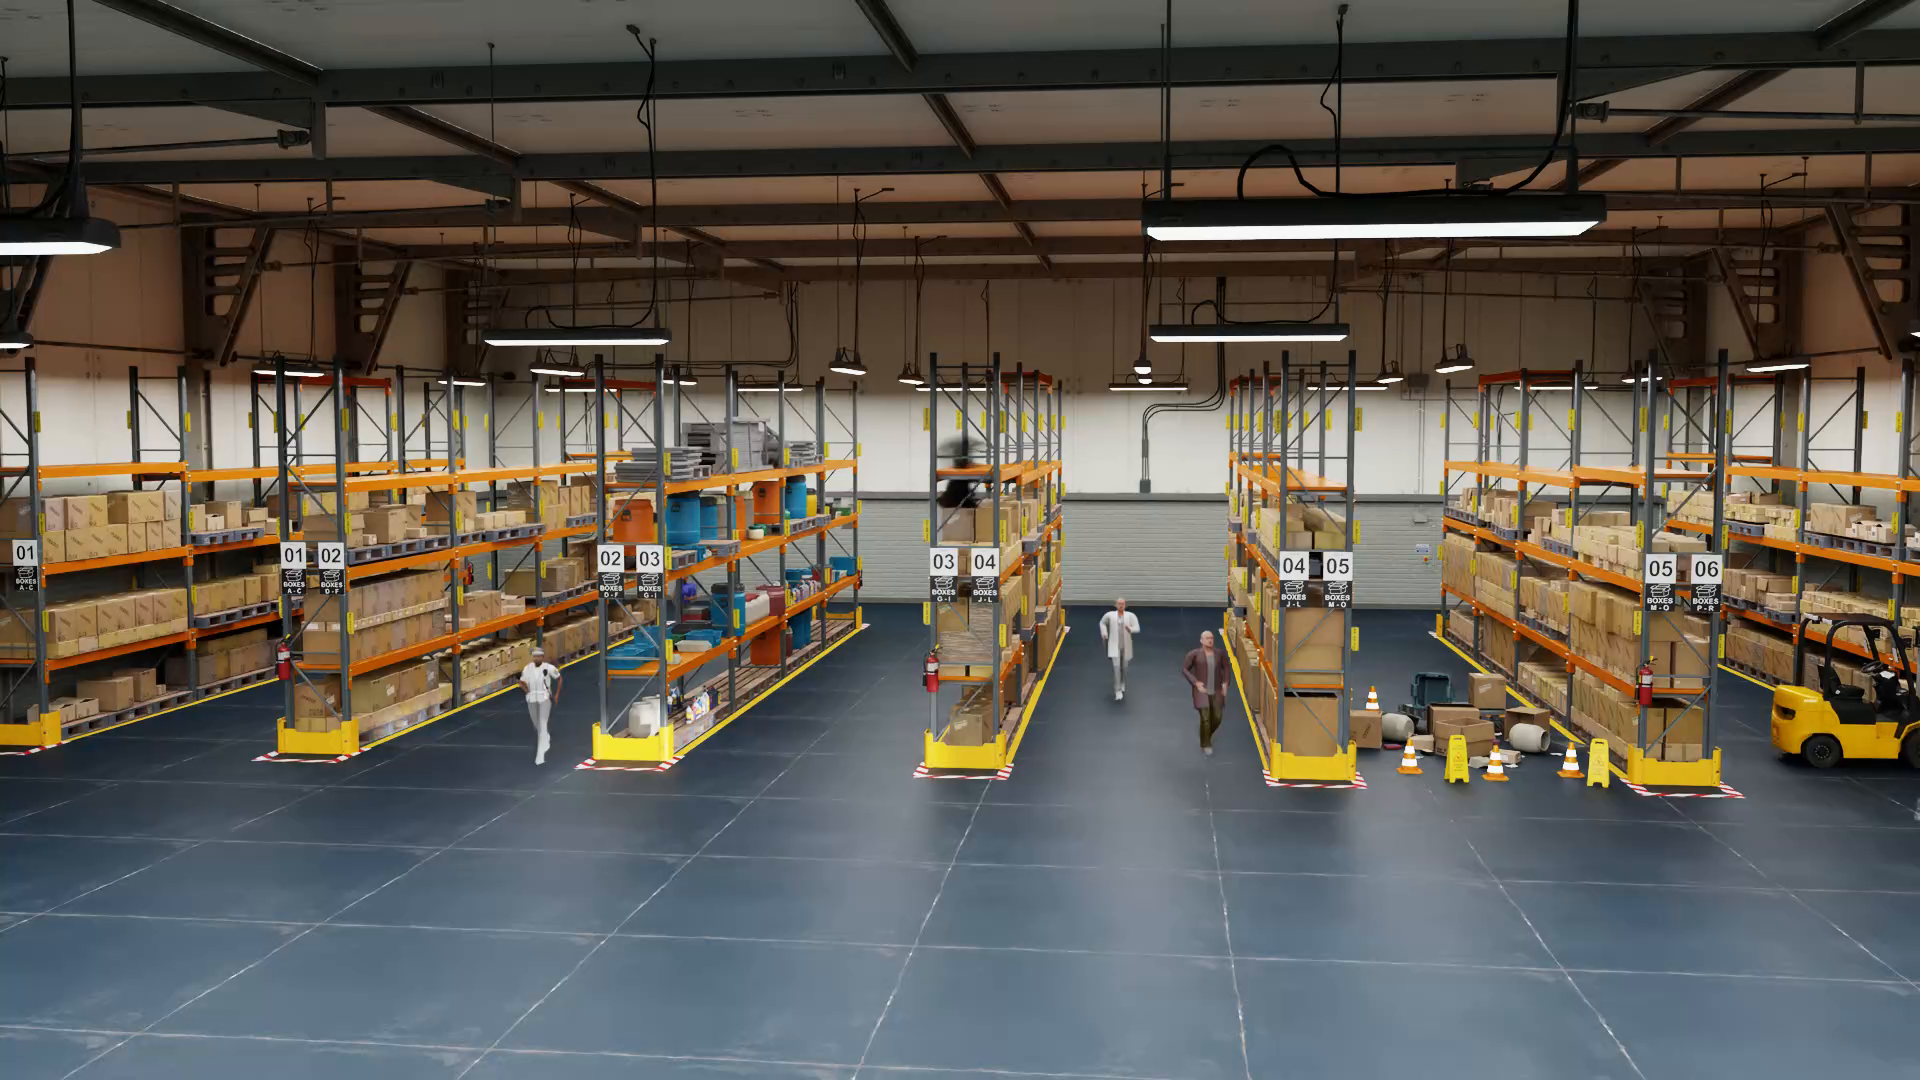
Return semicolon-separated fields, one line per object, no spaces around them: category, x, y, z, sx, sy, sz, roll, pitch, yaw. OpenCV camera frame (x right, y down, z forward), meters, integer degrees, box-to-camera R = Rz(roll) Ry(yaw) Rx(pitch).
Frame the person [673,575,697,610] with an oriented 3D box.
person;-6.166;1.534;37.282;0.578;1.634;0.862;0;4;0

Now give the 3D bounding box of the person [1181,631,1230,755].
person;3.522;2.167;23.759;0.739;1.755;0.611;-1;4;-13

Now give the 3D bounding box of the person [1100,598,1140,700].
person;2.919;1.943;30.272;0.695;1.781;1.032;0;4;-3

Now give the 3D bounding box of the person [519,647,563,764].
person;-6.259;2.418;24.782;0.614;1.708;0.895;0;4;3
